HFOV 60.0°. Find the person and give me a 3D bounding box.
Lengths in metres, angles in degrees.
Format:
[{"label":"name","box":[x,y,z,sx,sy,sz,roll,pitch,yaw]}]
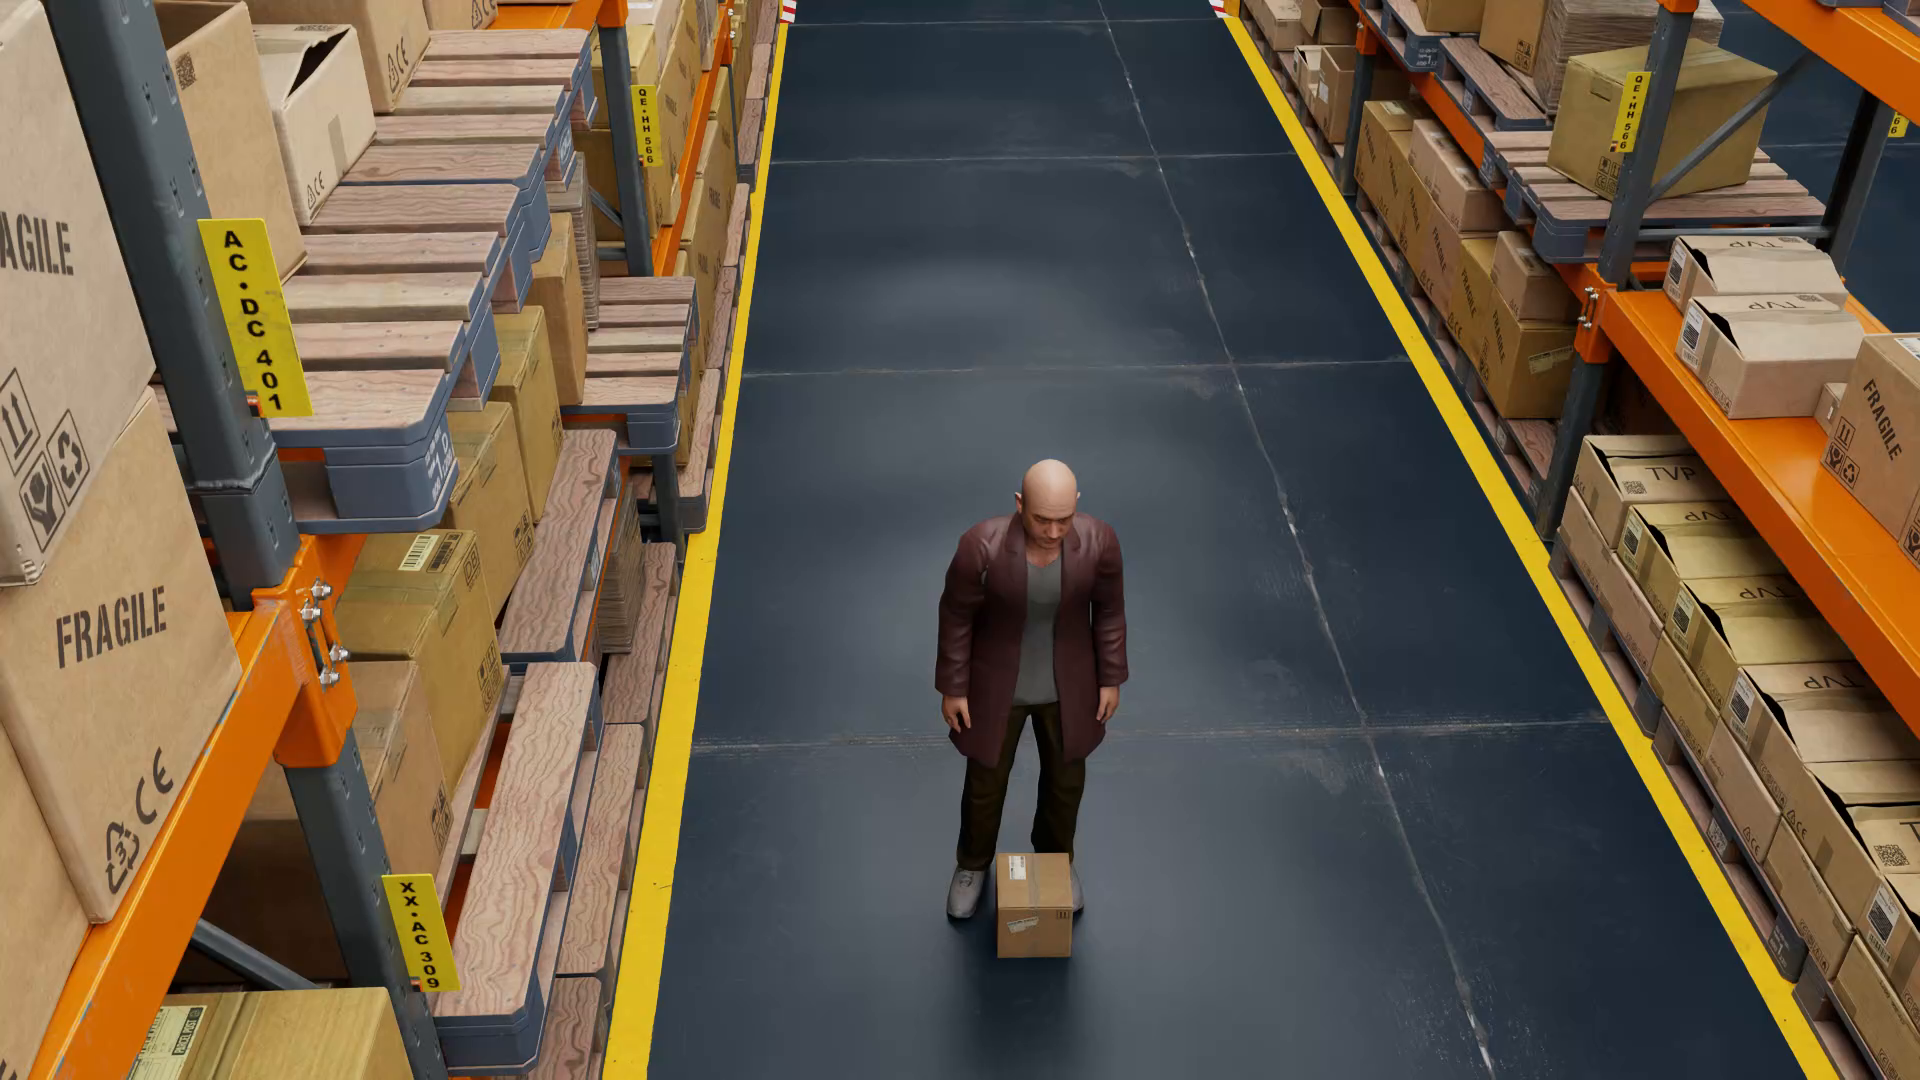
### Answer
[{"label":"person","box":[0.237,0.482,5.466,0.644,1.772,0.429,-3,35,-5]}]
